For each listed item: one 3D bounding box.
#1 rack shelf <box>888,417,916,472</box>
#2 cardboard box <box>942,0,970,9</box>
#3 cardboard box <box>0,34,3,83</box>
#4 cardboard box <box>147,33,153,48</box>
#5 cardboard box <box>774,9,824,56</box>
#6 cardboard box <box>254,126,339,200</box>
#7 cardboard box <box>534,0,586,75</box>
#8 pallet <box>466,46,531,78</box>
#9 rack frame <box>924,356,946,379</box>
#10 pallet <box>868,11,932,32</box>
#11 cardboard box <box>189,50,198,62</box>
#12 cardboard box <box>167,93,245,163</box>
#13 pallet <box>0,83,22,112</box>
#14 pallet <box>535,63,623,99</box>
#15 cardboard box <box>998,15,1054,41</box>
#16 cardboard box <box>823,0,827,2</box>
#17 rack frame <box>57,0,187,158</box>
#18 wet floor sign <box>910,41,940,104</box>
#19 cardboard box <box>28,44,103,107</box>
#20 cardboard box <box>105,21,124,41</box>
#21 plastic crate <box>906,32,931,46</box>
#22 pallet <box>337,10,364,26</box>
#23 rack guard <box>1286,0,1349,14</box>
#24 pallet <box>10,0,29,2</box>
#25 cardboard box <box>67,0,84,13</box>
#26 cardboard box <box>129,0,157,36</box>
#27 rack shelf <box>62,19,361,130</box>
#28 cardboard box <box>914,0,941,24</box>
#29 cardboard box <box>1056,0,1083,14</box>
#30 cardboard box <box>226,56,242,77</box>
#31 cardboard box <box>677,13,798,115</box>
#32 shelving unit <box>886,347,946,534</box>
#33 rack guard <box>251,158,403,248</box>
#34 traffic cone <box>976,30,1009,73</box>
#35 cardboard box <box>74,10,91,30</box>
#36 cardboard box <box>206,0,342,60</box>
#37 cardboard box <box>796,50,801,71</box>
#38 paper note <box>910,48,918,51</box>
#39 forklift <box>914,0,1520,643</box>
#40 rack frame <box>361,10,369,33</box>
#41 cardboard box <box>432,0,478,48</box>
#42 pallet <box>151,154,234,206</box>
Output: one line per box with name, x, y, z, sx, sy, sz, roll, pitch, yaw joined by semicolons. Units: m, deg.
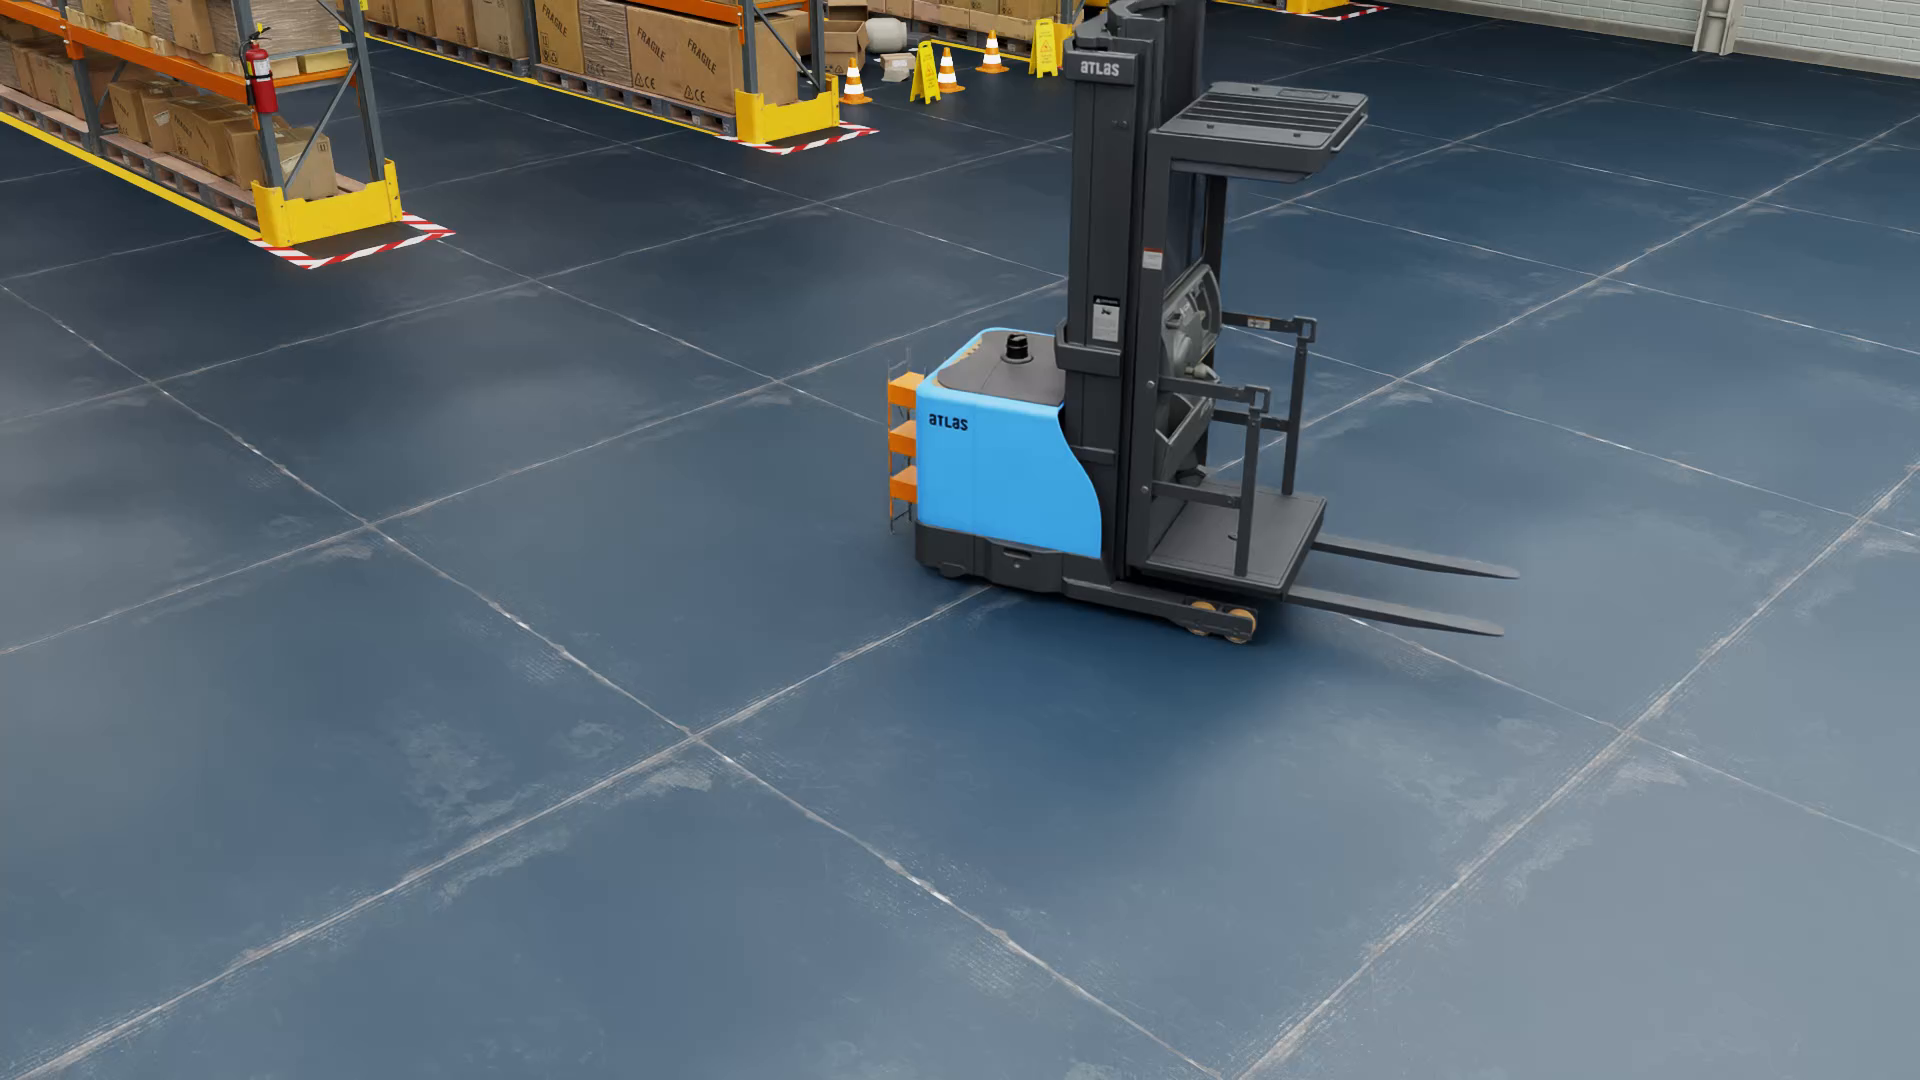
rack shelf;-0.232;-0.497;9.089;0.240;0.259;0.215;17;32;29
cardboard box;0.117;-7.086;21.200;0.500;0.500;0.500;24;36;37
cardboard box;-10.560;-5.472;18.647;0.500;0.500;0.700;22;35;36
cardboard box;-6.968;-4.458;14.775;0.250;0.149;0.380;25;36;38
cardboard box;-2.100;-6.265;20.477;0.503;0.637;0.797;25;36;38
cardboard box;-5.781;-3.274;14.488;0.500;0.500;0.500;-18;33;-30
cardboard box;-4.251;-5.921;19.118;0.875;0.875;0.875;-25;36;-38
pallet;-5.253;-5.896;20.236;1.213;0.211;1.003;25;36;38
rack frame;-0.130;-0.475;9.026;0.008;1.050;0.200;17;32;29
pallet;-0.748;-7.138;22.597;1.213;0.211;1.003;25;36;38
cardboard box;-6.404;-4.227;14.336;0.250;0.149;0.380;25;36;38
cardboard box;-7.031;-3.865;15.613;0.500;0.500;0.500;21;34;34
pallet;-10.496;-5.106;18.734;1.213;0.211;1.003;25;36;38
pallet;-4.163;-5.395;19.284;1.213;0.211;1.003;25;36;38
cardboard box;0.818;-6.425;20.750;0.500;0.250;0.500;24;36;38
cardboard box;-1.628;-7.772;23.181;0.950;0.372;0.625;-25;37;-39
rack frame;-8.200;-5.290;16.088;0.127;3.000;1.000;25;36;38
wet floor sign;-0.389;-5.204;18.454;0.232;0.644;0.267;18;33;30
cardboard box;-9.348;-4.931;17.617;0.500;0.500;0.700;21;34;34
cardboard box;-7.556;-4.677;15.192;0.250;0.149;0.380;25;36;38
plastic crate;-0.707;-6.503;21.531;0.583;0.080;0.402;12;30;22
pallet;-8.059;-7.230;22.773;1.213;0.211;1.003;25;36;38
rack guard;5.095;-7.808;23.563;0.348;0.500;1.175;25;36;38
pallet;-9.612;-5.878;17.413;1.213;0.211;1.003;25;36;38
cardboard box;-7.922;-5.299;15.678;0.500;0.500;0.875;25;36;38
cardboard box;-6.835;-4.818;14.762;0.500;0.500;0.875;25;36;38
rack shelf;-6.773;-4.319;15.015;4.000;0.370;1.077;25;36;38
cardboard box;-0.252;-6.923;21.697;0.500;0.250;0.500;24;36;38
cardboard box;1.202;-6.937;20.918;0.500;0.500;0.500;23;36;37
cardboard box;-5.873;-3.980;13.867;0.250;0.149;0.380;25;36;38
cardboard box;-2.328;-5.043;17.450;0.875;0.875;0.875;25;37;39
shelving unit;-0.232;-0.506;9.084;0.252;1.050;0.215;17;32;29
rack guard;-5.402;-2.904;14.235;0.348;0.500;1.175;25;36;38
traffic cone;0.389;-5.863;19.904;0.334;0.463;0.336;25;36;38
cardboard box;-8.088;-4.923;15.660;0.250;0.149;0.380;25;36;38
cardboard box;-5.720;-4.350;13.872;0.500;0.500;0.875;25;36;38
cardboard box;-2.133;-5.744;19.888;0.396;0.266;0.258;-18;33;-31
paper note;-0.557;-6.207;21.021;0.148;0.019;0.142;12;30;22
forklift;1.324;-1.066;8.127;3.031;2.935;1.130;11;30;20
rack frame;-7.502;-8.209;21.638;0.127;3.000;1.000;25;36;38
cardboard box;-5.841;-6.582;20.511;0.750;0.750;1.050;25;36;38
pallet;-6.822;-3.451;15.586;1.213;0.211;1.003;25;36;38
